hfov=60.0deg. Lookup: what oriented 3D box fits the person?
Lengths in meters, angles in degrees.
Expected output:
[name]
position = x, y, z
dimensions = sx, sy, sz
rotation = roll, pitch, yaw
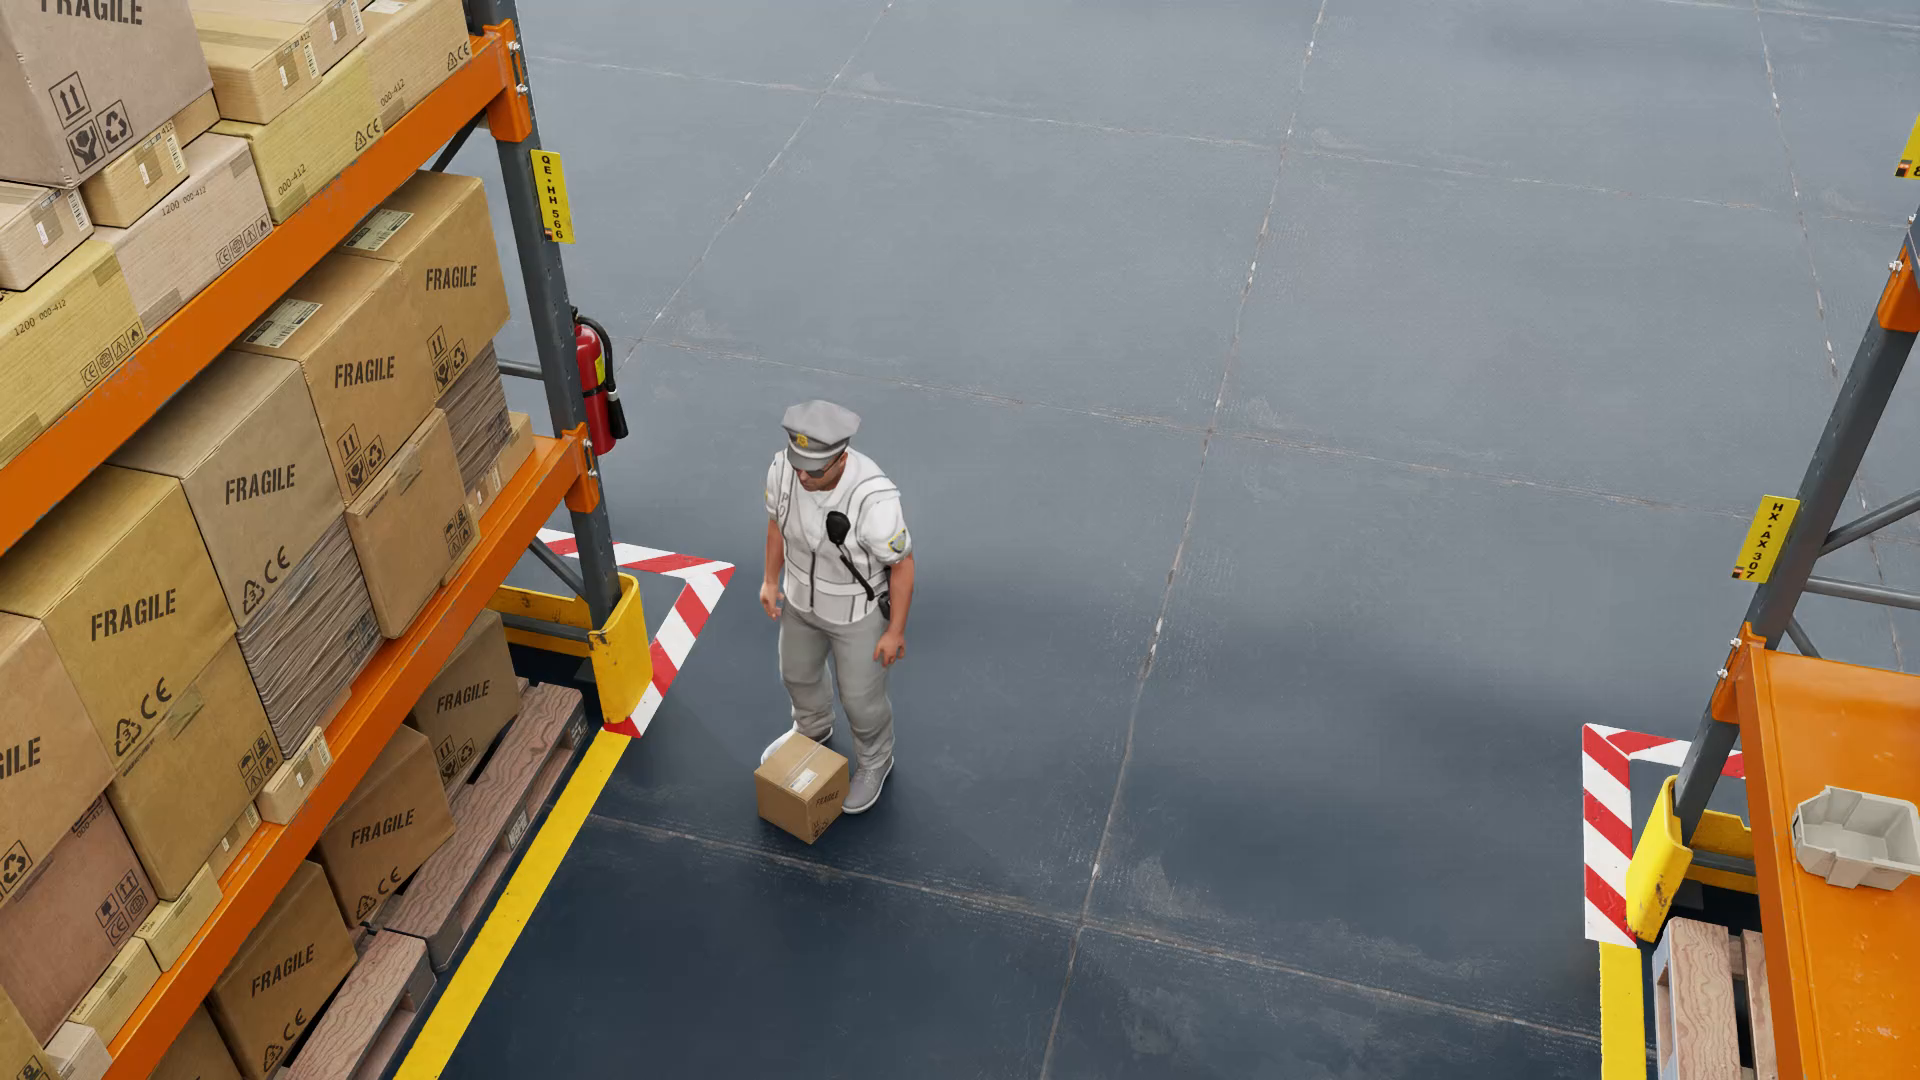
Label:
[person]
position = -0.434, 0.211, 5.905
dimensions = 0.606, 1.751, 0.437
rotation = 22, 45, 23
